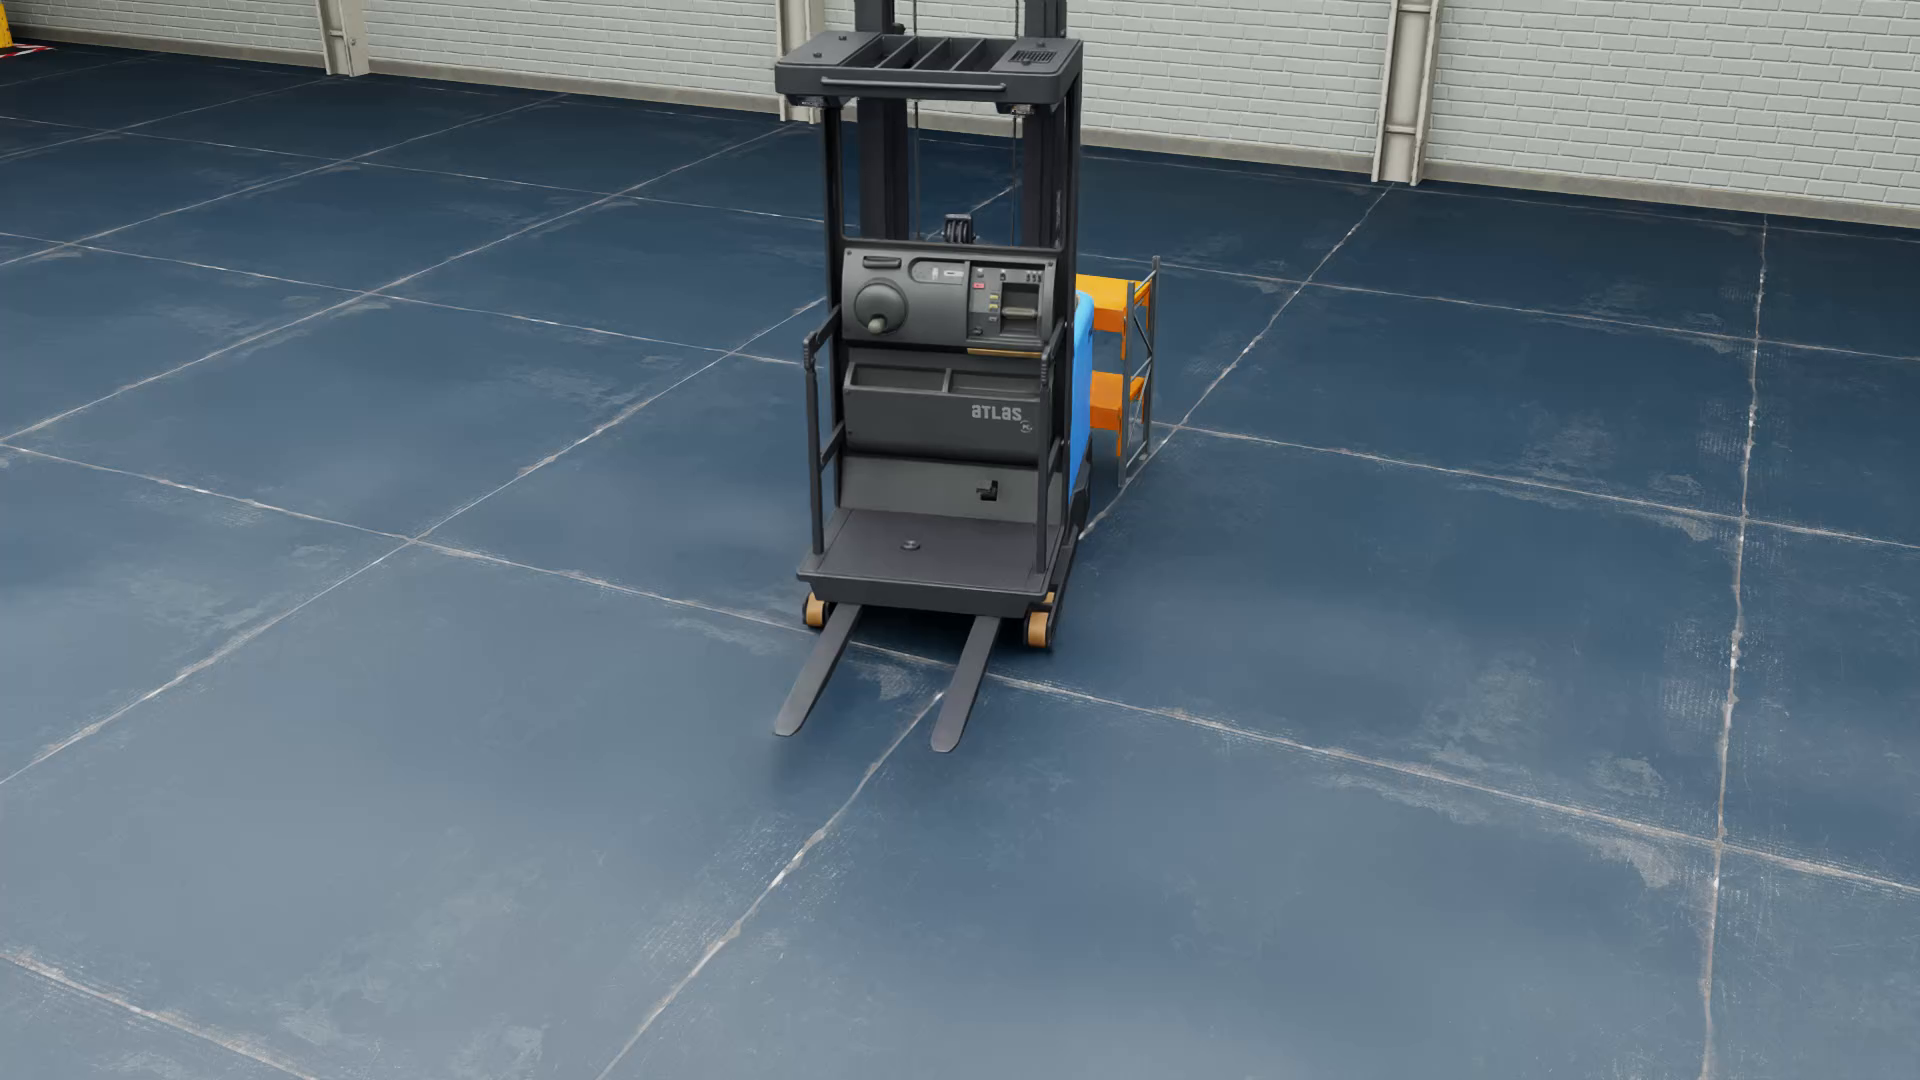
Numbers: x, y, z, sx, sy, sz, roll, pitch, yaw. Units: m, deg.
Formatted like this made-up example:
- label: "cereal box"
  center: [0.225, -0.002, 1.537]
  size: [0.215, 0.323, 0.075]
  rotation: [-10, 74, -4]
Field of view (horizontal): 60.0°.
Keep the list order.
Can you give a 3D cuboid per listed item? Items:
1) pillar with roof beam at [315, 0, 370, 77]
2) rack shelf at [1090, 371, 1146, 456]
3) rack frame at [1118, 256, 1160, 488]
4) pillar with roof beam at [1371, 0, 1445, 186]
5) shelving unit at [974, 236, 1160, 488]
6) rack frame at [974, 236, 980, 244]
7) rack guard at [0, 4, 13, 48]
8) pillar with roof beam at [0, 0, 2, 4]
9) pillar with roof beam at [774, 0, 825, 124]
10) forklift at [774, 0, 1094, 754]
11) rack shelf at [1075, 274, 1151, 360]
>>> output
- label: "pillar with roof beam"
  center: [-8.833, -7.696, 13.694]
  size: [0.400, 9.000, 9.100]
  rotation: [11, 28, 22]
- label: "rack shelf"
  center: [0.473, -0.751, 9.055]
  size: [1.000, 0.278, 0.538]
  rotation: [10, 28, 20]
- label: "rack frame"
  center: [0.944, -0.886, 8.776]
  size: [0.032, 1.125, 0.500]
  rotation: [10, 28, 20]
- label: "pillar with roof beam"
  center: [2.091, -5.502, 9.237]
  size: [0.400, 9.000, 9.100]
  rotation: [11, 28, 22]
- label: "shelving unit"
  center: [0.473, -0.970, 8.947]
  size: [1.048, 1.125, 0.538]
  rotation: [10, 28, 20]
- label: "rack frame"
  center: [0.002, -1.054, 9.117]
  size: [0.032, 1.125, 0.500]
  rotation: [10, 28, 20]
- label: "rack guard"
  center: [-12.230, -6.217, 20.312]
  size: [0.348, 0.500, 1.175]
  rotation: [11, 28, 22]
- label: "pillar with roof beam"
  center: [-14.295, -8.793, 15.922]
  size: [0.400, 9.000, 9.100]
  rotation: [11, 28, 22]
- label: "pillar with roof beam"
  center: [-3.371, -6.599, 11.466]
  size: [0.400, 9.000, 9.100]
  rotation: [11, 28, 22]
- label: "forklift"
  center: [-0.090, -1.014, 6.991]
  size: [1.130, 2.935, 3.031]
  rotation: [5, 27, 10]
- label: "rack shelf"
  center: [0.473, -1.233, 8.817]
  size: [1.000, 0.278, 0.538]
  rotation: [10, 28, 20]
